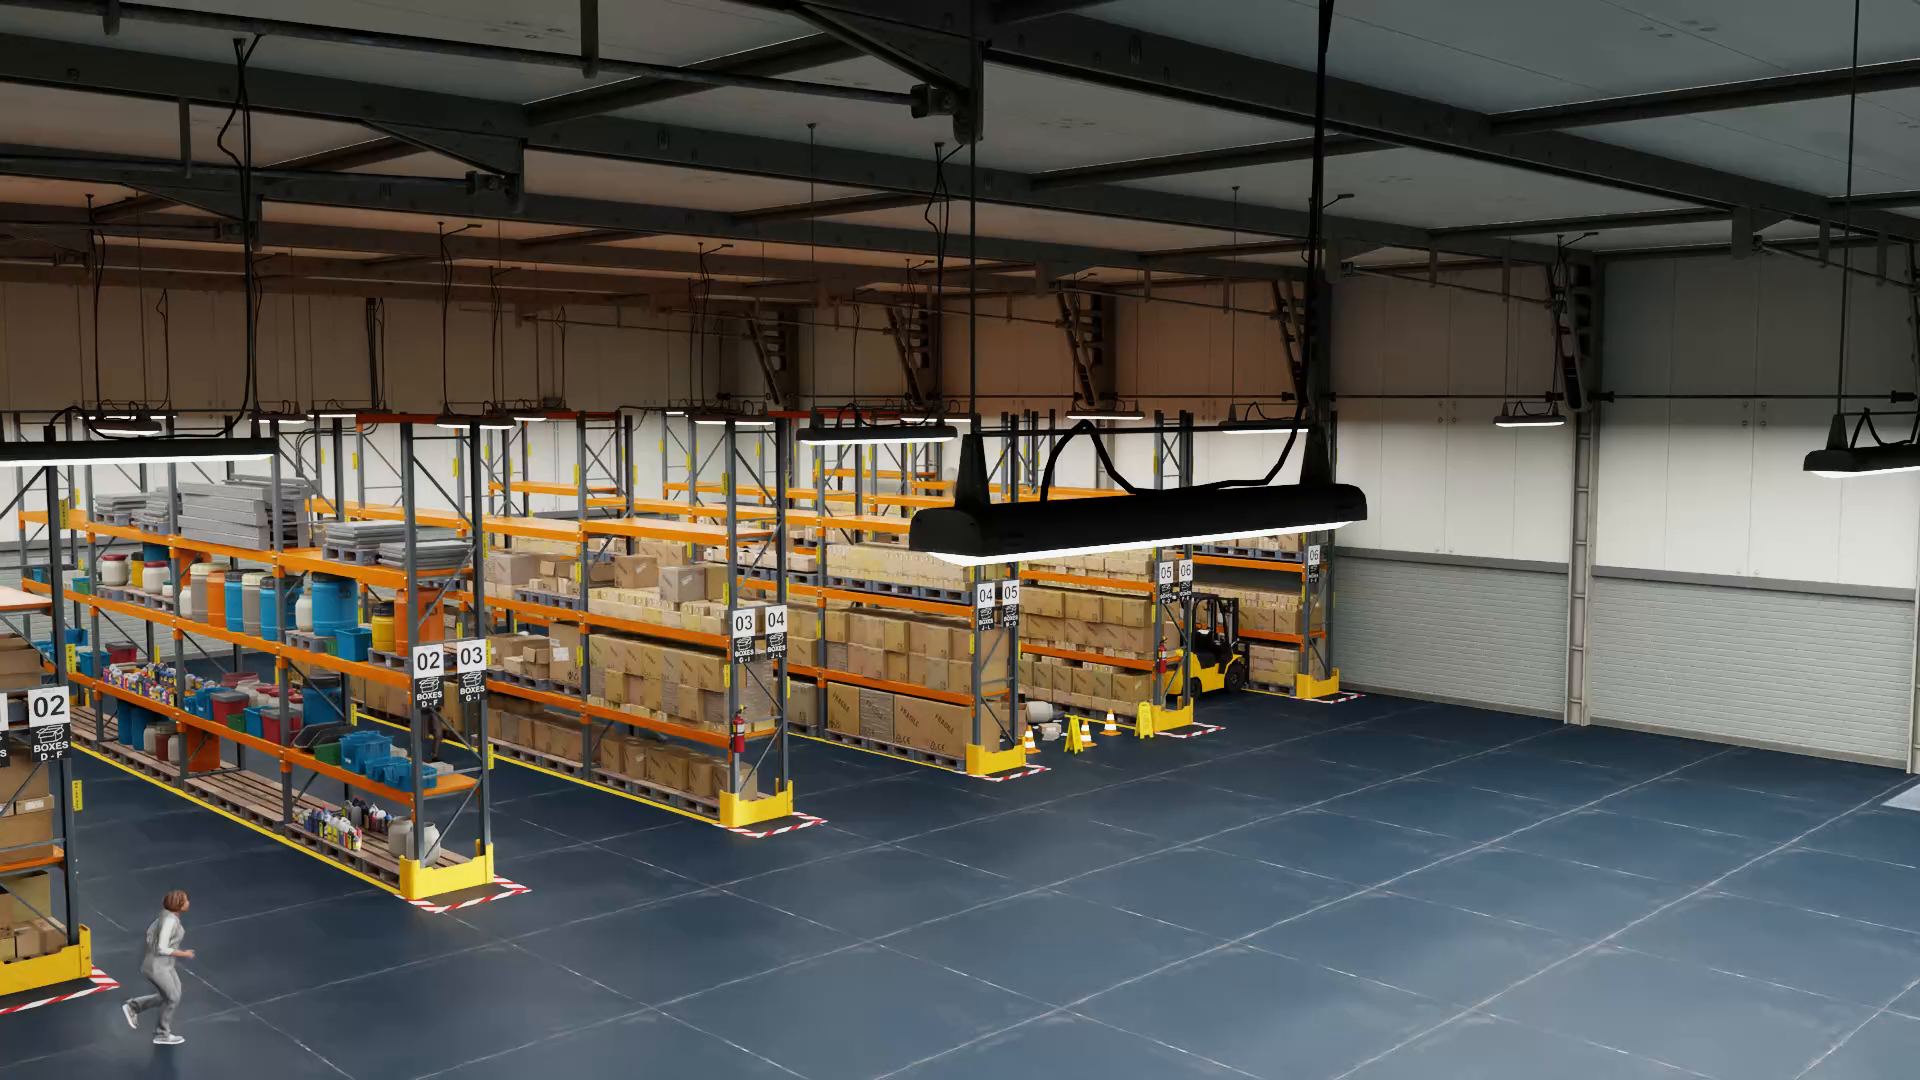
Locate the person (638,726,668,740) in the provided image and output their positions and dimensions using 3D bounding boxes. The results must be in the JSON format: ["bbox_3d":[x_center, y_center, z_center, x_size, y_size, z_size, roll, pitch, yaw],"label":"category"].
[{"bbox_3d":[-5.776,2.820,30.797,0.900,1.717,0.645,3,6,28],"label":"person"}]

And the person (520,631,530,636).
[{"bbox_3d":[-8.872,2.635,33.211,0.746,1.715,1.061,-5,7,-44],"label":"person"}]

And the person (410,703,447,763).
[{"bbox_3d":[-9.190,2.999,28.727,0.760,1.684,0.669,5,7,43],"label":"person"}]

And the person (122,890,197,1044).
[{"bbox_3d":[-7.785,4.173,16.162,0.681,1.543,0.522,-1,5,-16],"label":"person"}]
